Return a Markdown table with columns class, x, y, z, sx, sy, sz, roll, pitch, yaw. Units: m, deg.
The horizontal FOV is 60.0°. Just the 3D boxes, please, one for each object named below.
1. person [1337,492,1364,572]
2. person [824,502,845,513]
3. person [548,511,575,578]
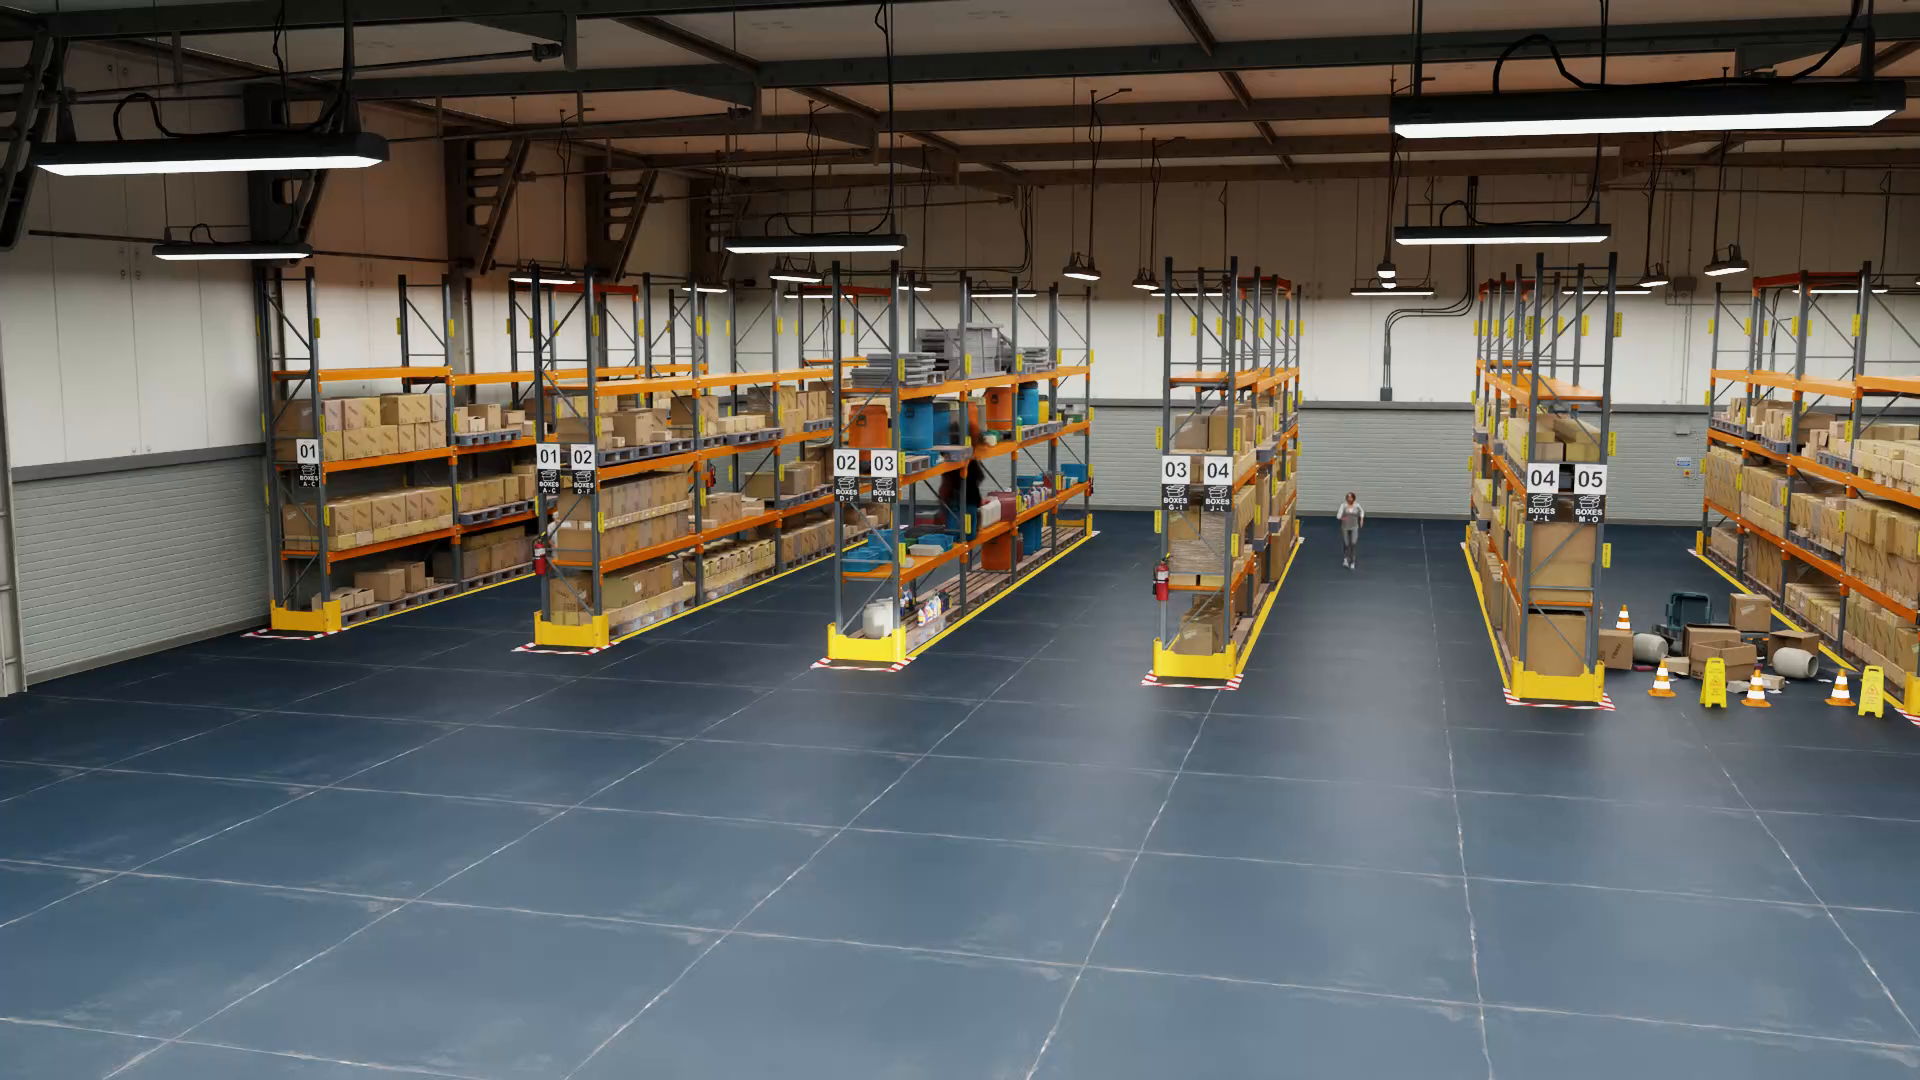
| class | x | y | z | sx | sy | sz | roll | pitch | yaw |
| --- | --- | --- | --- | --- | --- | --- | --- | --- | --- |
| person | 8.144 | -0.190 | 34.726 | 0.559 | 1.653 | 0.760 | 1 | 7 | 11 |
| person | -3.208 | -1.307 | 43.305 | 0.540 | 1.645 | 0.709 | 4 | 8 | 28 |
| person | -7.635 | 0.204 | 31.868 | 0.592 | 1.554 | 0.722 | -1 | 7 | -9 |
